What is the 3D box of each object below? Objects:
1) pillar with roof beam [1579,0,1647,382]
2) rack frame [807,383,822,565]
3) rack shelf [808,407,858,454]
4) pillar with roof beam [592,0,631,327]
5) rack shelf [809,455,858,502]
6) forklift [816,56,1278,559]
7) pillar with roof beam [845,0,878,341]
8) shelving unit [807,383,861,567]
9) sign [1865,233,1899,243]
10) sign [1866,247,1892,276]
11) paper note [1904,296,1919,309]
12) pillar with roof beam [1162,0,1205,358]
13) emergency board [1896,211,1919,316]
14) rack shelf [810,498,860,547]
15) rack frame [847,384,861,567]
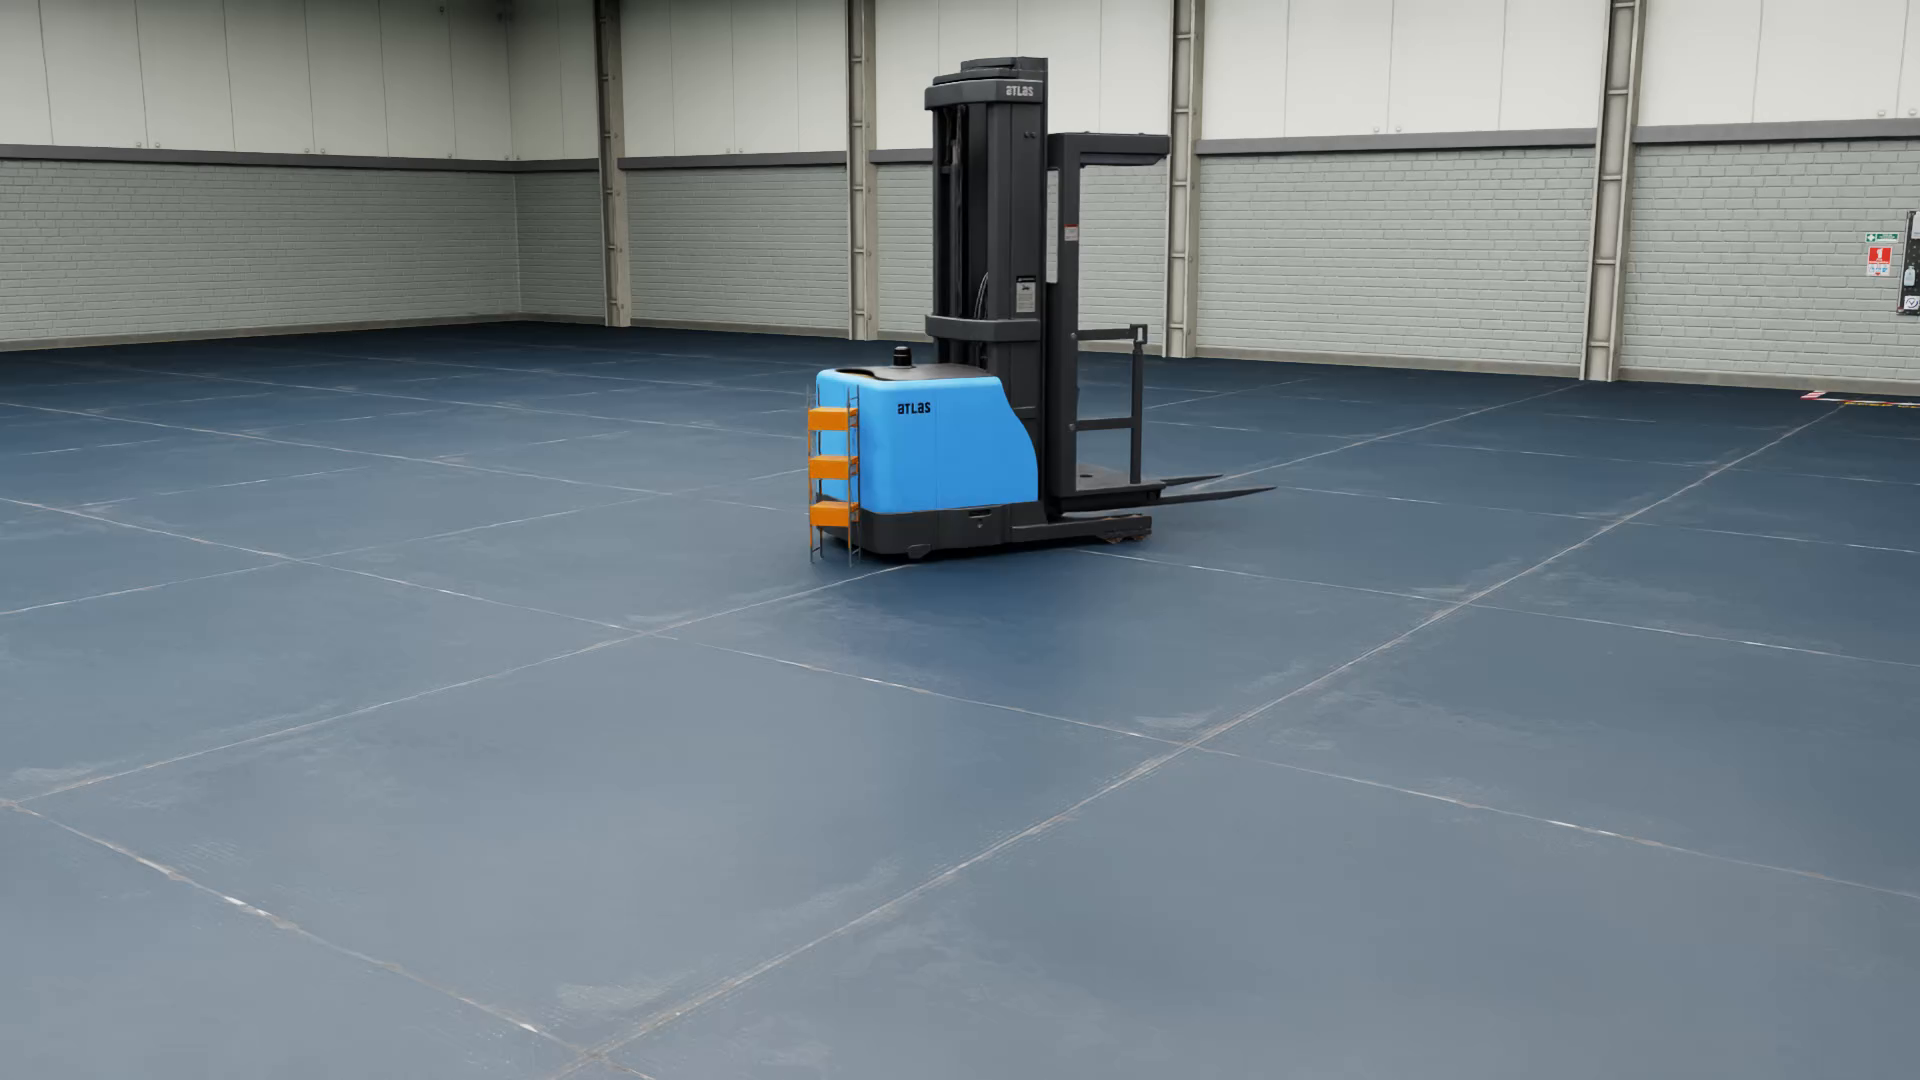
[{"bbox_3d":[5.506,-5.778,16.705,0.400,9.000,9.100,8,13,36],"label":"pillar with roof beam"},{"bbox_3d":[-0.854,-0.388,9.771,0.008,1.050,0.200,3,11,14],"label":"rack frame"},{"bbox_3d":[-0.736,-0.650,9.688,0.240,0.259,0.215,3,11,14],"label":"rack shelf"},{"bbox_3d":[-9.002,-7.802,27.165,0.400,9.000,9.100,8,13,36],"label":"pillar with roof beam"},{"bbox_3d":[-0.735,-0.372,9.743,0.240,0.259,0.215,3,11,14],"label":"rack shelf"},{"bbox_3d":[0.642,-1.499,10.562,3.031,2.935,1.130,-6,12,-27],"label":"forklift"},{"bbox_3d":[-4.166,-7.127,23.678,0.400,9.000,9.100,8,13,36],"label":"pillar with roof beam"},{"bbox_3d":[-0.735,-0.382,9.741,0.252,1.050,0.215,3,11,14],"label":"shelving unit"},{"bbox_3d":[10.535,-3.455,19.000,0.331,0.109,0.001,8,13,36],"label":"sign"},{"bbox_3d":[10.537,-3.196,19.060,0.234,0.329,0.001,8,13,36],"label":"sign"},{"bbox_3d":[10.819,-2.699,18.902,0.142,0.148,0.016,8,13,36],"label":"paper note"},{"bbox_3d":[0.670,-6.453,20.192,0.400,9.000,9.100,8,13,36],"label":"pillar with roof beam"},{"bbox_3d":[10.925,-3.105,18.680,0.626,1.169,0.157,8,13,36],"label":"emergency board"},{"bbox_3d":[-0.735,-0.099,9.796,0.240,0.259,0.215,3,11,14],"label":"rack shelf"},{"bbox_3d":[-0.617,-0.376,9.710,0.008,1.050,0.200,3,11,14],"label":"rack frame"}]
